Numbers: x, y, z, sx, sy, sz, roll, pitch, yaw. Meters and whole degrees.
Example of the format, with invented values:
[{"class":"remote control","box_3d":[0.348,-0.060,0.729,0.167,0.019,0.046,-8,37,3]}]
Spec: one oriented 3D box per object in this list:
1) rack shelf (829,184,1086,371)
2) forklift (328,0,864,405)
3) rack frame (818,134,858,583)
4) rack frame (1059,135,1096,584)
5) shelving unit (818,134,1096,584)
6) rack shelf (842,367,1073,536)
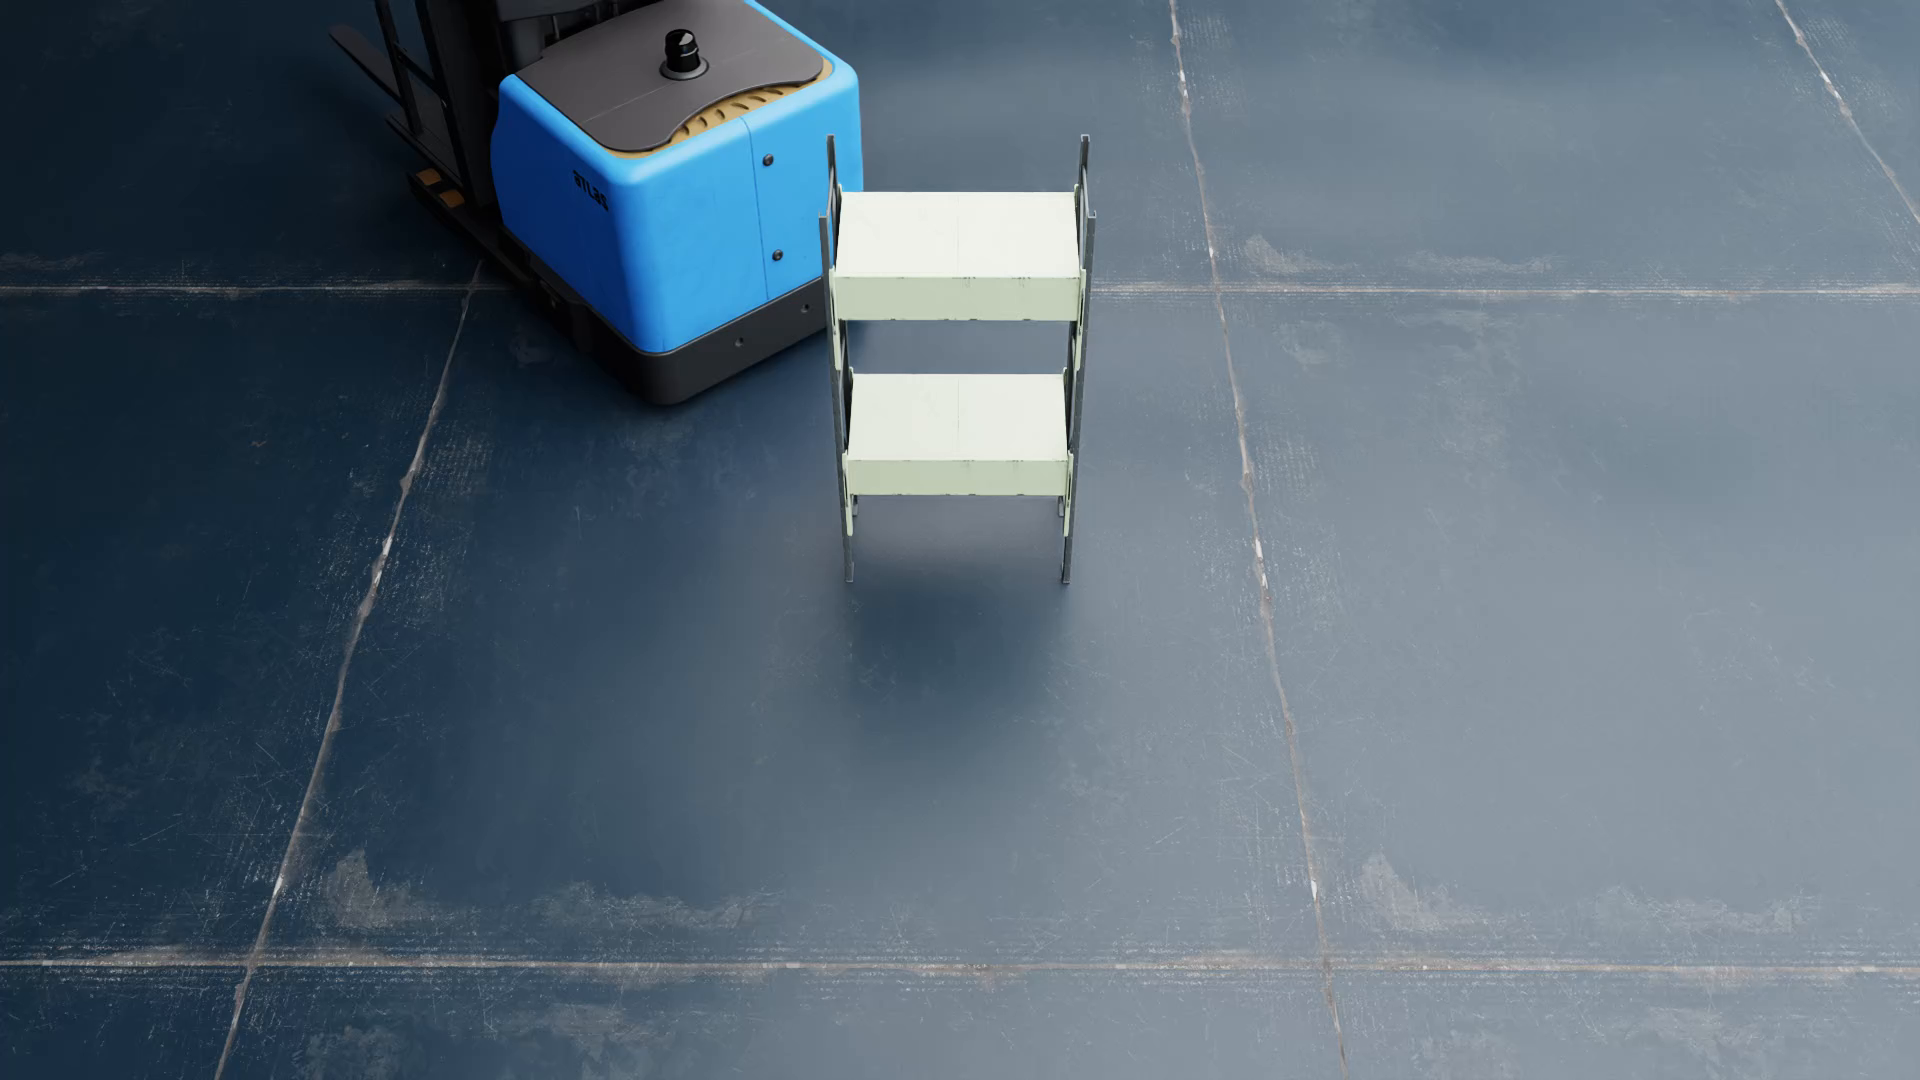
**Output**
[{"class":"rack shelf","box_3d":[-0.007,-0.777,4.915,0.720,0.370,0.431,0,47,0]},{"class":"forklift","box_3d":[-1.674,-2.507,6.082,1.130,2.935,3.031,-32,55,-26]},{"class":"rack frame","box_3d":[-0.373,-0.512,5.202,0.023,1.500,0.400,0,47,0]},{"class":"rack frame","box_3d":[0.359,-0.510,5.200,0.023,1.500,0.400,0,47,0]},{"class":"shelving unit","box_3d":[-0.007,-0.511,5.201,0.755,1.500,0.431,0,47,0]},{"class":"rack shelf","box_3d":[-0.007,-0.289,5.440,0.720,0.370,0.431,0,47,0]}]
